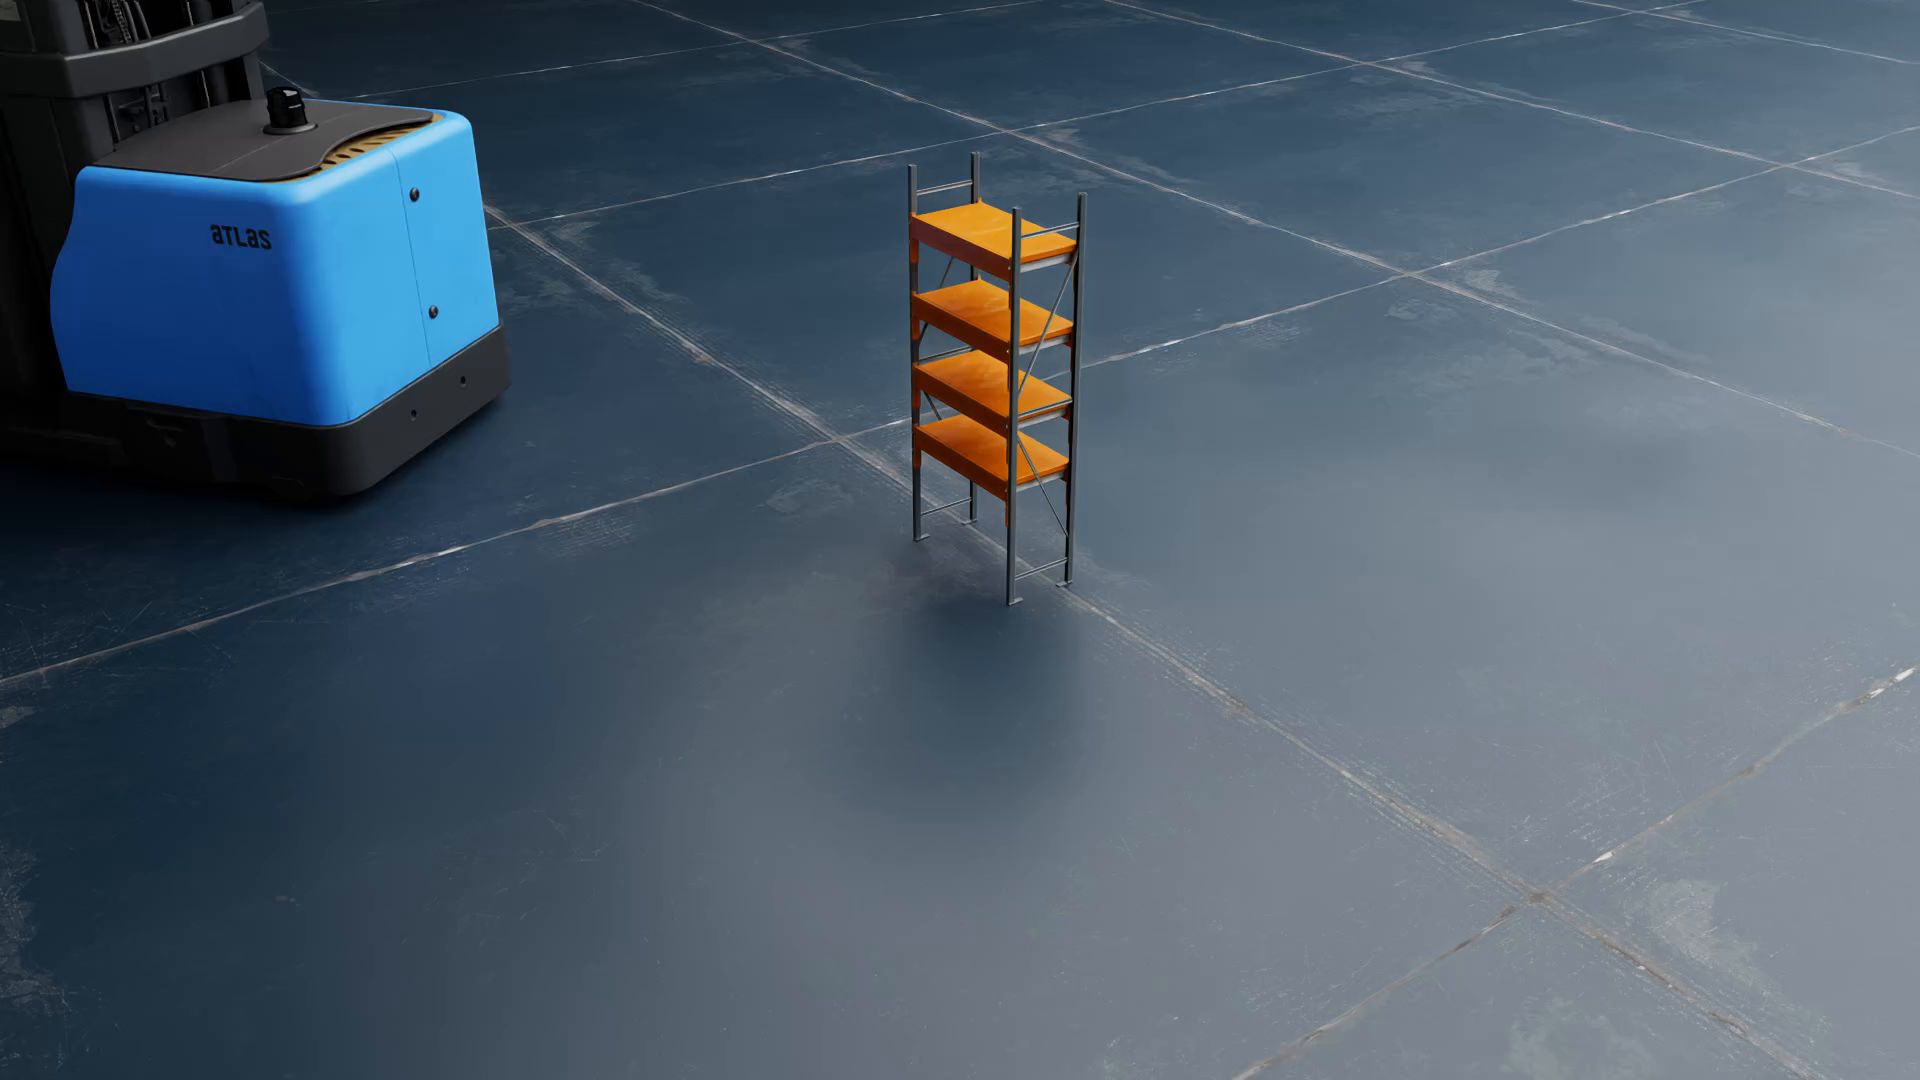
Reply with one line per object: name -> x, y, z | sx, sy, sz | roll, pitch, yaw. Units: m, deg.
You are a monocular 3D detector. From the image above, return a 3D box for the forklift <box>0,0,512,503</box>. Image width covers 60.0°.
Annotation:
forklift -> -3.236, -1.807, 5.506 | 3.031, 2.935, 1.130 | 8, 30, 15

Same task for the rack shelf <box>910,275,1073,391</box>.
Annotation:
rack shelf -> 0.096, -0.600, 4.771 | 0.258, 0.148, 0.480 | -19, 34, -31

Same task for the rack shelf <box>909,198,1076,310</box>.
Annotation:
rack shelf -> 0.096, -0.808, 4.658 | 0.258, 0.148, 0.480 | -19, 34, -31

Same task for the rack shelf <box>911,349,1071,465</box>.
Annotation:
rack shelf -> 0.096, -0.404, 4.877 | 0.258, 0.148, 0.480 | -19, 34, -31

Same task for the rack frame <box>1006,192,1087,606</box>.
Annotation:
rack frame -> 0.238, -0.368, 4.670 | 0.240, 1.200, 0.015 | -19, 34, -31

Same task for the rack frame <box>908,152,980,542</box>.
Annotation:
rack frame -> -0.045, -0.558, 5.020 | 0.240, 1.200, 0.015 | -19, 34, -31

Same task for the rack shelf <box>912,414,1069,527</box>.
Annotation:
rack shelf -> 0.096, -0.229, 4.972 | 0.258, 0.148, 0.480 | -19, 34, -31

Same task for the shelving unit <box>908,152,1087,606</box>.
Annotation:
shelving unit -> 0.096, -0.463, 4.845 | 0.258, 1.200, 0.503 | -19, 34, -31
